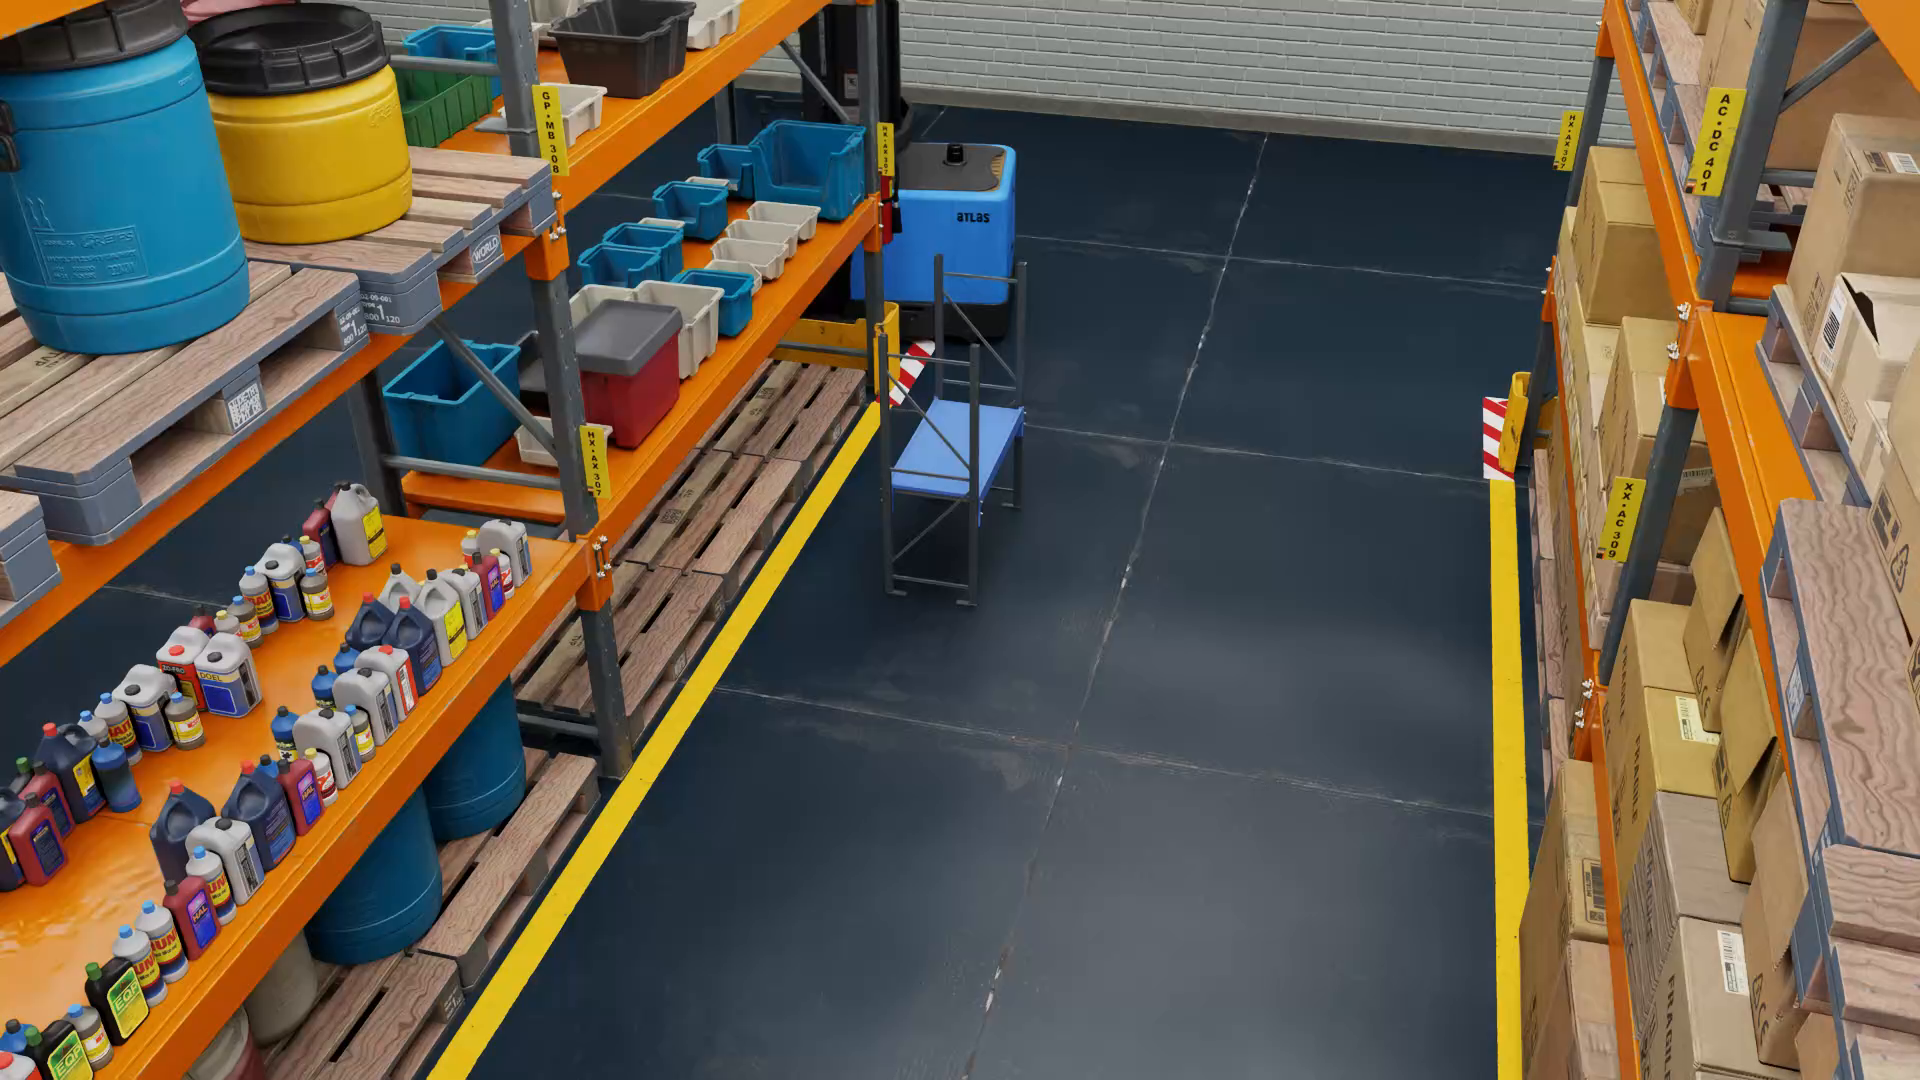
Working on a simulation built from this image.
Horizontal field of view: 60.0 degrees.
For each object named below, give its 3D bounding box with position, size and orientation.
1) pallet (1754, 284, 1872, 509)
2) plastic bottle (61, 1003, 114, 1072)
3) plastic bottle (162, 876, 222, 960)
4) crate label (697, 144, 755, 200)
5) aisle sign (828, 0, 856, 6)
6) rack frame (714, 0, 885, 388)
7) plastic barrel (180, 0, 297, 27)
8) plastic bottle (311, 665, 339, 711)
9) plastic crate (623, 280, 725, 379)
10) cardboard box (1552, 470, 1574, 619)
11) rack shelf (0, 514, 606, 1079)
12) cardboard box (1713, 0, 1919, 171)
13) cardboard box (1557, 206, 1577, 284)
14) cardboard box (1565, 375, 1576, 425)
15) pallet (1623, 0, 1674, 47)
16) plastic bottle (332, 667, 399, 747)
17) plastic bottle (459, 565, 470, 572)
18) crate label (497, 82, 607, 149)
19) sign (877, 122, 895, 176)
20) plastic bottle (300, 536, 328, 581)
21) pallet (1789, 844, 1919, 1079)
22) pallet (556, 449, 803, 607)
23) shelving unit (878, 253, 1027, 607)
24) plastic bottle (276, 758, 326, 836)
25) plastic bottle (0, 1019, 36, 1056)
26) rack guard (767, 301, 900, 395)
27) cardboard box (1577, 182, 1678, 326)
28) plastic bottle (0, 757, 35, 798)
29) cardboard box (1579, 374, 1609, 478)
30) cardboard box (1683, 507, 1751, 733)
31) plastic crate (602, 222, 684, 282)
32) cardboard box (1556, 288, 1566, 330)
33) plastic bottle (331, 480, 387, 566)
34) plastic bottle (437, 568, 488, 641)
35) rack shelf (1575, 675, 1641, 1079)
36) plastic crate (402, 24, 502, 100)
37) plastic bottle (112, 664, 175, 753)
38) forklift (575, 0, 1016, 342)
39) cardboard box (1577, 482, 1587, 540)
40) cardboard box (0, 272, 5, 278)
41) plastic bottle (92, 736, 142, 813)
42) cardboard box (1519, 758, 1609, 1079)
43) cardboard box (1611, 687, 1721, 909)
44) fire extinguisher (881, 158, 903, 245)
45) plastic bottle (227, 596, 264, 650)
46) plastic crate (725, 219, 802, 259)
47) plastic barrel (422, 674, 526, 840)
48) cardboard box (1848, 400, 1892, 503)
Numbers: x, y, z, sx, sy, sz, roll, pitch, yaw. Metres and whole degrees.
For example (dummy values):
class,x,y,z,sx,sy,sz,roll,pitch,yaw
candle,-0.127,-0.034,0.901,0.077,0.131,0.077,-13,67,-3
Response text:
class,x,y,z,sx,sy,sz,roll,pitch,yaw
pallet,2.609,-0.298,4.305,0.805,0.209,1.217,7,33,10
plastic bottle,-2.382,1.344,4.526,0.097,0.201,0.097,0,32,0
plastic bottle,-2.252,1.081,4.862,0.061,0.283,0.133,8,33,12
crate label,-1.362,-2.217,10.041,0.416,0.233,0.303,8,33,12
aisle sign,-0.680,-3.440,9.442,0.394,0.787,0.004,8,33,12
rack frame,-0.981,-2.345,10.143,1.000,3.000,0.127,8,33,12
plastic barrel,-2.372,-1.531,5.548,0.433,0.535,0.433,0,32,0
plastic bottle,-2.164,0.547,5.714,0.097,0.271,0.097,0,32,0
plastic crate,-1.431,-1.012,8.101,0.437,0.282,0.530,8,33,12
cardboard box,3.494,-0.136,8.258,0.875,0.875,0.875,8,33,12
rack shelf,-2.504,1.072,5.439,1.077,0.370,4.000,8,33,12
cardboard box,2.935,-1.537,5.498,0.700,0.500,0.500,6,33,10
cardboard box,3.427,-1.521,8.709,0.500,0.250,0.500,7,33,11
cardboard box,3.011,-0.627,7.675,0.380,0.149,0.250,7,33,11
pallet,3.631,-2.513,7.694,1.003,0.211,1.213,8,33,12
plastic bottle,-2.039,0.552,5.701,0.152,0.276,0.135,8,33,12
plastic bottle,-1.879,0.188,6.344,0.097,0.201,0.097,0,32,0
crate label,-1.593,-1.639,6.482,0.293,0.136,0.466,8,33,12
sign,-0.445,-2.348,9.995,0.100,0.325,0.005,8,33,12
plastic bottle,-2.548,0.078,6.517,0.097,0.201,0.097,0,32,0
pallet,1.891,0.953,2.335,1.213,0.211,1.003,10,34,15
pallet,-1.540,-0.115,9.234,1.003,0.211,1.213,8,33,12
shelving unit,-0.022,-0.589,8.778,0.538,1.500,1.048,8,33,12
plastic bottle,-2.112,0.796,5.311,0.061,0.283,0.133,8,33,12
plastic bottle,-2.475,1.375,4.411,0.097,0.271,0.097,0,32,0
rack guard,-0.988,-1.305,10.836,1.175,0.500,0.348,8,33,12
cardboard box,3.174,-1.308,7.675,0.500,0.500,0.500,7,33,11
plastic bottle,-2.951,0.829,5.259,0.061,0.283,0.133,8,33,12
cardboard box,2.911,-0.456,7.034,0.500,0.250,0.500,9,33,13
cardboard box,2.640,0.272,4.998,0.797,0.503,0.637,7,33,11
plastic crate,-1.696,-1.533,8.966,0.416,0.233,0.300,8,33,12
cardboard box,3.272,-1.159,8.512,0.380,0.149,0.250,7,33,11
plastic bottle,-2.409,-0.089,6.641,0.144,0.351,0.185,8,33,12
plastic bottle,-1.876,0.221,6.222,0.152,0.276,0.135,8,33,12
rack shelf,2.287,1.746,4.378,1.077,0.370,4.000,8,33,12
plastic crate,-2.074,-1.981,6.930,0.416,0.233,0.300,8,33,12
plastic bottle,-2.776,0.572,5.670,0.152,0.276,0.135,8,33,12
forklift,-1.144,-2.898,11.077,3.031,2.935,1.130,3,33,4
cardboard box,2.751,-0.092,6.834,0.380,0.149,0.250,9,33,13
cardboard box,-6.311,-1.544,11.036,0.500,0.250,0.500,8,33,12
plastic bottle,-2.742,0.751,5.393,0.097,0.271,0.097,0,32,0
cardboard box,2.651,1.459,5.748,1.225,0.875,0.875,8,33,13
cardboard box,2.309,0.828,5.058,0.500,0.500,0.500,8,33,12
fire extinguisher,-0.503,-2.172,10.290,0.296,0.674,0.183,8,33,12
plastic bottle,-2.656,0.299,6.168,0.097,0.201,0.097,0,32,0
plastic crate,-1.101,-1.663,9.260,0.396,0.136,0.243,8,33,12
plastic barrel,-2.151,0.719,6.888,0.600,0.901,0.708,8,33,12
cardboard box,2.271,-0.180,3.784,0.380,0.149,0.250,7,33,10
